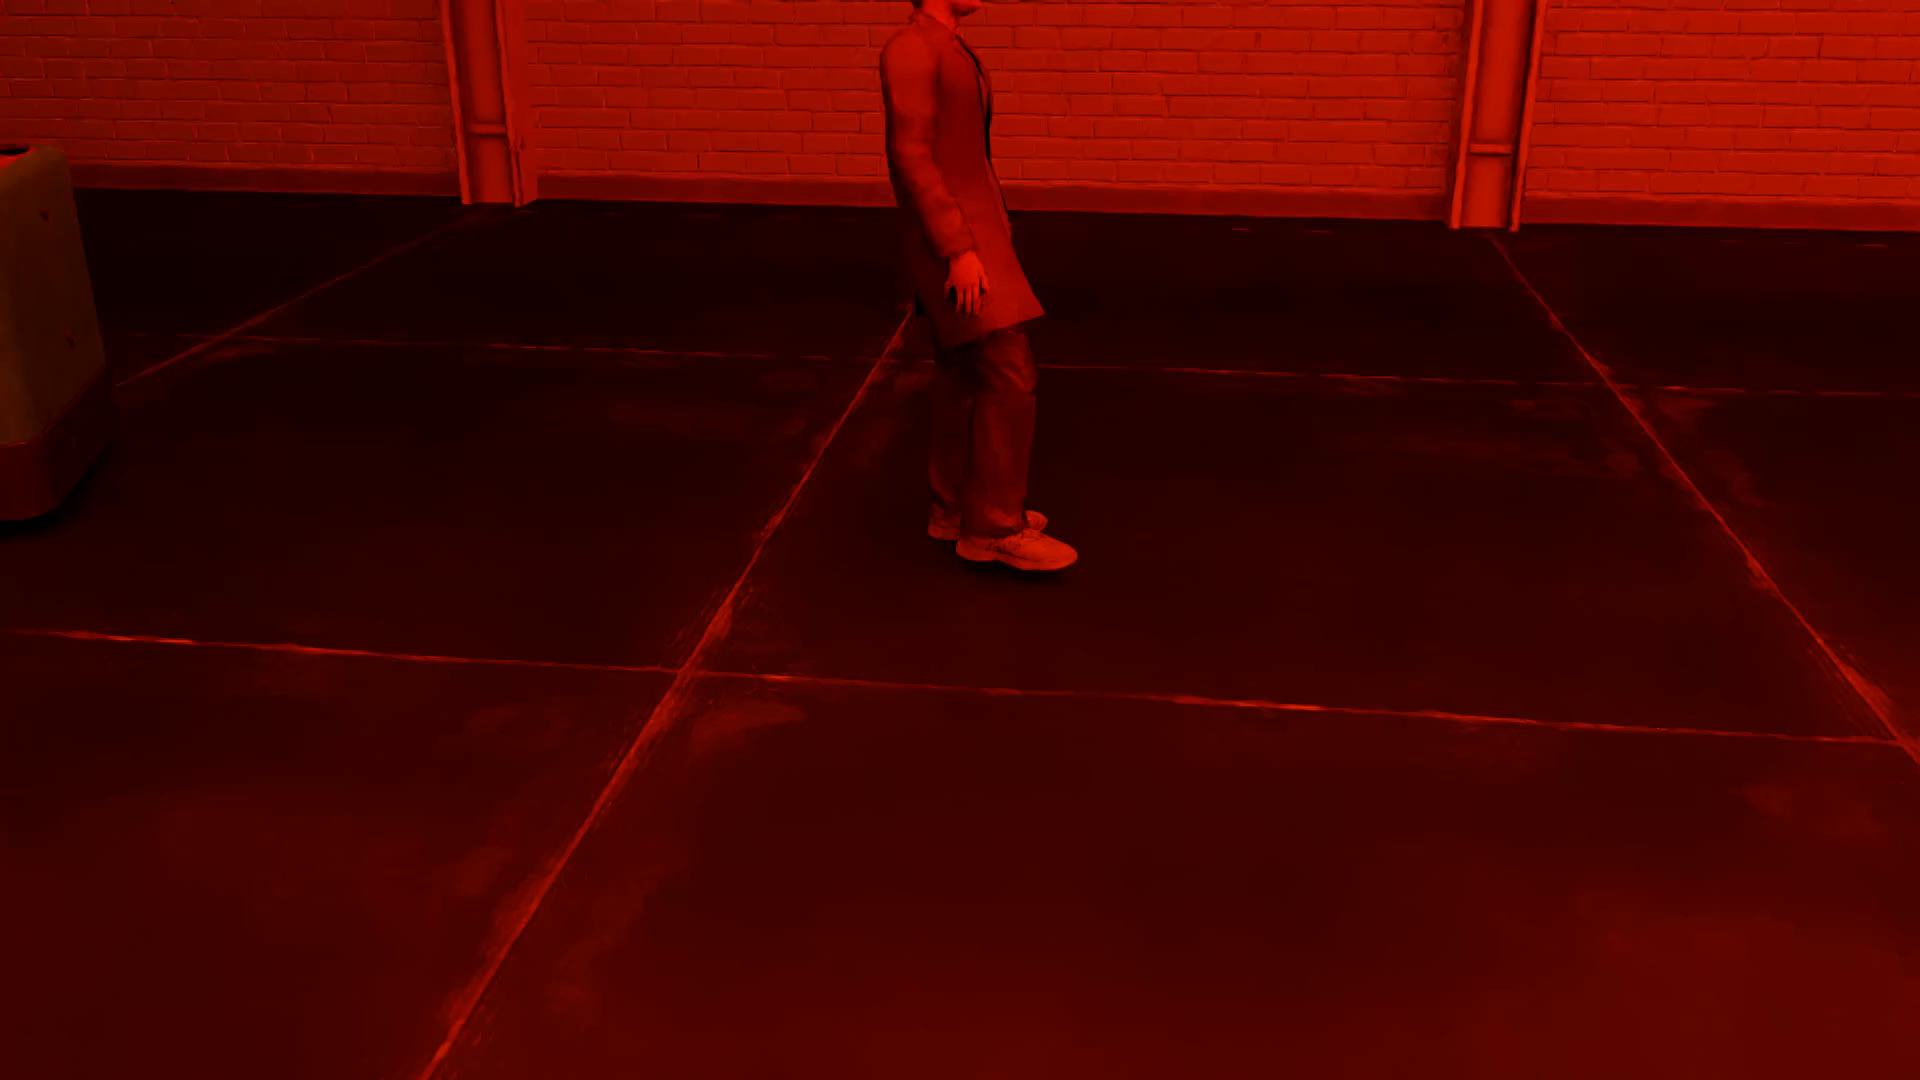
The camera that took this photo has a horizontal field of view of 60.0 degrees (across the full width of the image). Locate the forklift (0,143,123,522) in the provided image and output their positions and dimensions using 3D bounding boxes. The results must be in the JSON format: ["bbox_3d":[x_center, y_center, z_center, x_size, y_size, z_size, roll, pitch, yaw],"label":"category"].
[{"bbox_3d":[-4.411,-1.427,4.798,3.031,2.935,1.130,-5,22,-12],"label":"forklift"}]

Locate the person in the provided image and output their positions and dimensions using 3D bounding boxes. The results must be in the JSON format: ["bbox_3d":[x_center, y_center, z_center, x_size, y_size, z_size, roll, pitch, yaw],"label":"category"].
[{"bbox_3d":[0.088,-0.826,4.827,0.586,1.774,0.694,3,22,7],"label":"person"}]
